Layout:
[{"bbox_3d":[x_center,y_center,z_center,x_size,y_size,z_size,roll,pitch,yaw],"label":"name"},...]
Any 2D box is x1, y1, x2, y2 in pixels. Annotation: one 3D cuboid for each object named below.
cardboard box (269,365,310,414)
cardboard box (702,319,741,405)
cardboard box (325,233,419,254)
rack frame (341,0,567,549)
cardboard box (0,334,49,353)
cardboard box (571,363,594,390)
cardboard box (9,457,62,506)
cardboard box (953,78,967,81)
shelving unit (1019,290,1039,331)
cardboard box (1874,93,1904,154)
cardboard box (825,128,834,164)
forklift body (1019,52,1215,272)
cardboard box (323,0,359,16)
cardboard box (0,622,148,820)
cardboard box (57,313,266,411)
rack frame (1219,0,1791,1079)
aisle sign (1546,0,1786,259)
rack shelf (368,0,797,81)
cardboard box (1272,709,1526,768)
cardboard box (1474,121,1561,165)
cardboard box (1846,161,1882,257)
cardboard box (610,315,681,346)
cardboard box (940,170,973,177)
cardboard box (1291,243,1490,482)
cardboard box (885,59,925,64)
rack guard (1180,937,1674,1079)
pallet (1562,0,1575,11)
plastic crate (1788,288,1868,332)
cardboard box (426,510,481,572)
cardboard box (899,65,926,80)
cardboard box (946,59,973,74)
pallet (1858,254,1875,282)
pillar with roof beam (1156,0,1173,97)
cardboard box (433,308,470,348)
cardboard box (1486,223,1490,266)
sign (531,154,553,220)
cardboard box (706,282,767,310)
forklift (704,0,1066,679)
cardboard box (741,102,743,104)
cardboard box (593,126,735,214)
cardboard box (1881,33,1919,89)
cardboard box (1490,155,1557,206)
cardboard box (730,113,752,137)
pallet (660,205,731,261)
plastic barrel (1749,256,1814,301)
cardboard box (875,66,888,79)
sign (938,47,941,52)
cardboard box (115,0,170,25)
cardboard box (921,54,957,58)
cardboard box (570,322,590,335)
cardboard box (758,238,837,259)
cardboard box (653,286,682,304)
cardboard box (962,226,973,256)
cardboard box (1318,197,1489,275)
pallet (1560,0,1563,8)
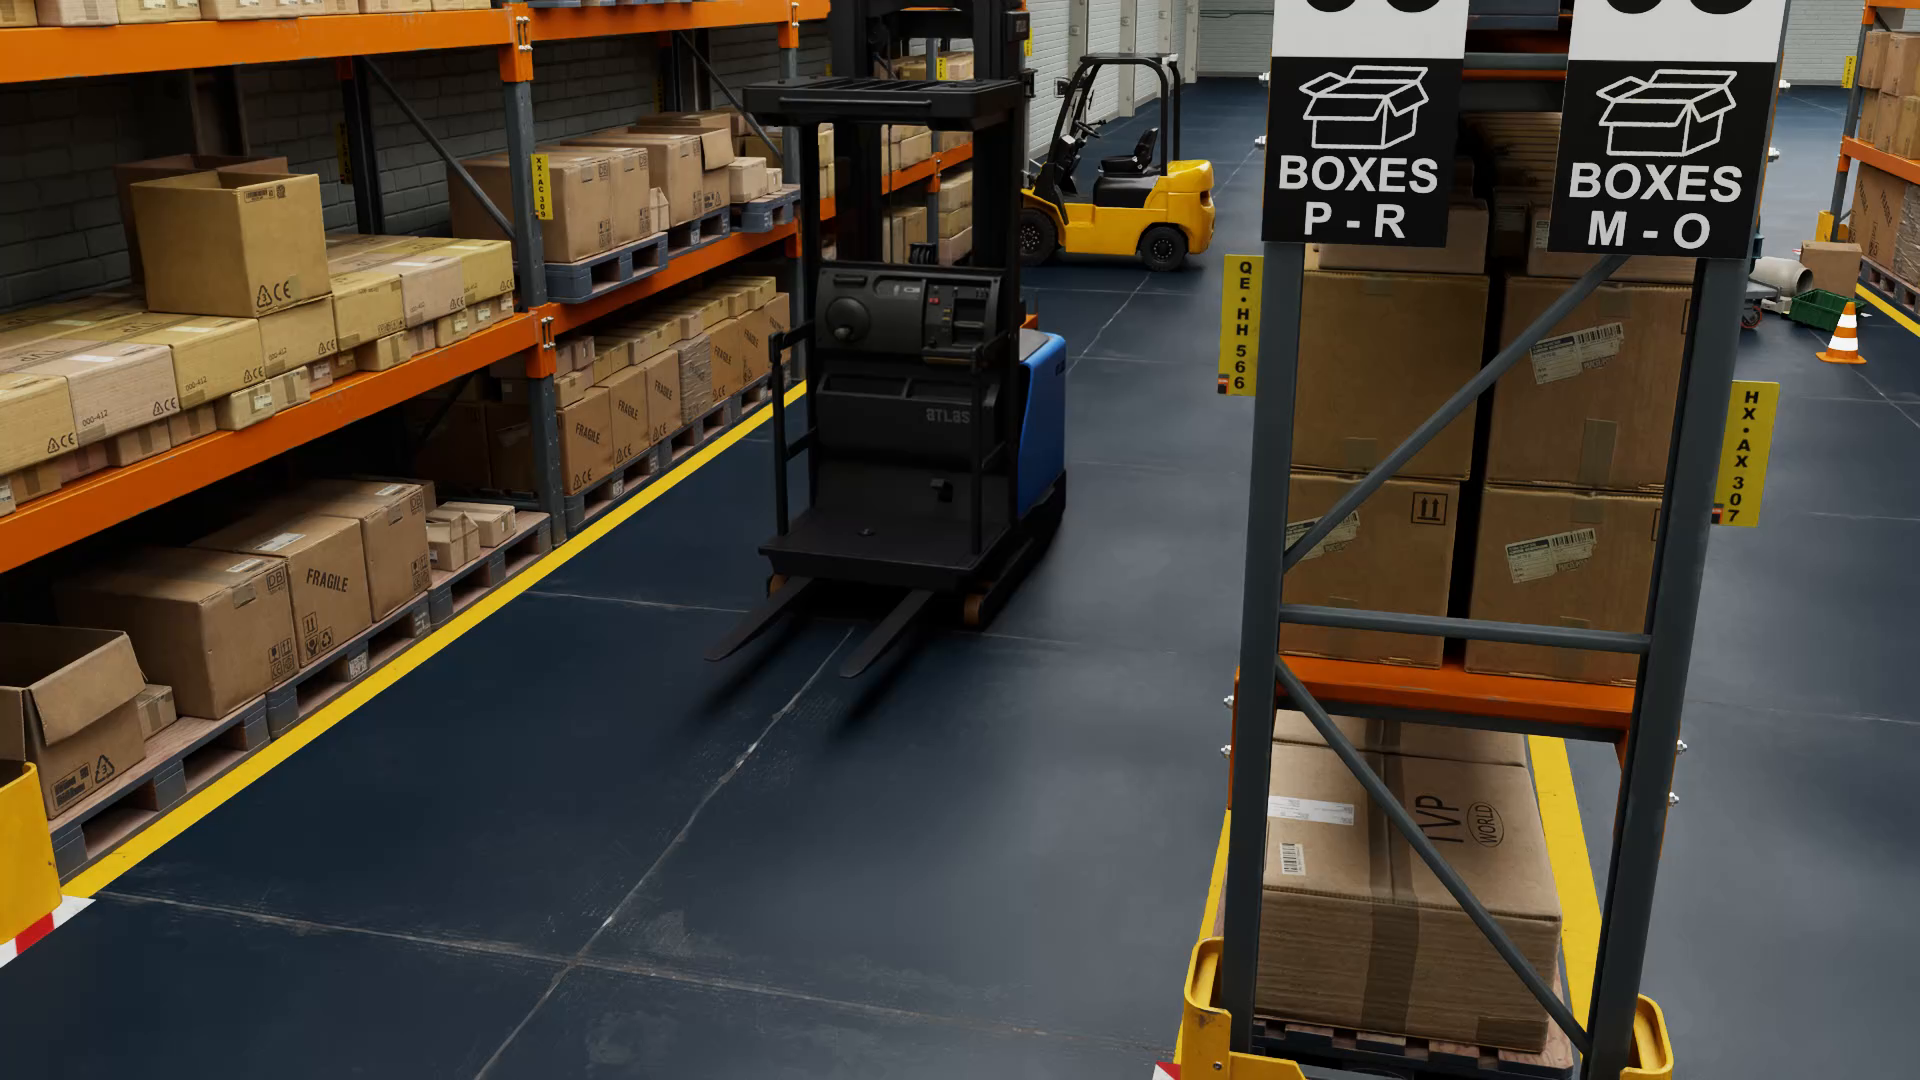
[{"bbox_3d":[-2.886,-0.622,6.758,0.380,0.149,0.250,5,20,15],"label":"cardboard box"},{"bbox_3d":[-1.838,-1.229,11.364,0.500,0.500,0.500,6,20,16],"label":"cardboard box"},{"bbox_3d":[-3.045,-1.366,8.317,0.500,0.250,0.500,4,19,13],"label":"cardboard box"},{"bbox_3d":[-2.662,-1.430,8.732,1.000,3.000,0.127,5,19,13],"label":"rack frame"},{"bbox_3d":[-3.658,-0.572,5.994,0.500,0.250,0.500,5,19,14],"label":"cardboard box"},{"bbox_3d":[-2.324,-0.937,9.503,0.380,0.149,0.250,4,19,12],"label":"cardboard box"},{"bbox_3d":[-3.276,-0.222,5.585,0.380,0.149,0.250,5,20,15],"label":"cardboard box"},{"bbox_3d":[-0.144,-4.607,16.877,0.380,0.149,0.250,5,20,15],"label":"cardboard box"},{"bbox_3d":[0.272,-0.833,9.771,0.258,1.200,0.503,6,20,16],"label":"shelving unit"},{"bbox_3d":[9.490,-4.052,16.178,0.875,0.550,0.550,5,19,13],"label":"cardboard box"},{"bbox_3d":[-1.216,-3.126,13.156,0.500,0.250,0.500,5,20,15],"label":"cardboard box"},{"bbox_3d":[1.575,-4.051,17.719,2.313,2.155,1.214,5,19,13],"label":"forklift body"},{"bbox_3d":[-2.759,-2.276,6.959,0.380,0.149,0.250,5,20,15],"label":"cardboard box"},{"bbox_3d":[-3.398,0.622,5.937,0.797,0.503,0.637,4,19,11],"label":"cardboard box"},{"bbox_3d":[-3.024,-0.684,6.321,0.500,0.250,0.500,4,19,12],"label":"cardboard box"},{"bbox_3d":[1.171,0.215,3.918,0.949,2.616,0.053,5,19,13],"label":"rack frame"},{"bbox_3d":[1.438,-0.970,3.364,0.394,0.787,0.004,5,19,13],"label":"aisle sign"},{"bbox_3d":[-2.174,-3.136,10.199,1.077,0.370,4.000,5,19,13],"label":"rack shelf"},{"bbox_3d":[1.454,0.726,5.734,0.875,0.438,0.875,5,20,15],"label":"cardboard box"},{"bbox_3d":[2.074,-1.431,6.031,0.380,0.149,0.250,5,19,13],"label":"cardboard box"},{"bbox_3d":[9.807,-3.416,17.186,0.875,0.875,0.875,5,19,14],"label":"cardboard box"},{"bbox_3d":[-2.021,-1.345,10.699,0.380,0.149,0.250,5,19,14],"label":"cardboard box"},{"bbox_3d":[-0.040,-3.751,17.586,0.500,0.250,0.500,5,20,15],"label":"cardboard box"},{"bbox_3d":[1.061,-0.475,4.237,0.500,0.500,0.500,5,20,15],"label":"cardboard box"},{"bbox_3d":[-0.579,-4.955,17.435,0.380,0.149,0.250,4,19,13],"label":"cardboard box"},{"bbox_3d":[1.168,1.405,4.300,1.175,0.500,0.348,5,19,13],"label":"rack guard"},{"bbox_3d":[1.642,-1.780,5.253,1.003,0.211,1.213,5,19,13],"label":"pallet"},{"bbox_3d":[7.703,-2.041,14.785,0.450,0.188,0.662,29,33,36],"label":"plastic crate"},{"bbox_3d":[-2.601,-0.025,8.200,0.396,0.266,0.258,5,20,15],"label":"cardboard box"},{"bbox_3d":[-0.383,-4.599,16.393,0.380,0.149,0.250,5,19,14],"label":"cardboard box"},{"bbox_3d":[-0.061,-4.998,17.562,0.380,0.149,0.250,5,19,14],"label":"cardboard box"},{"bbox_3d":[9.789,-2.864,17.247,1.003,0.211,1.213,5,19,13],"label":"pallet"},{"bbox_3d":[9.264,-15.065,39.372,9.100,9.000,0.400,5,19,13],"label":"pillar with roof beam"},{"bbox_3d":[-2.578,-1.024,7.934,0.380,0.149,0.250,5,20,15],"label":"cardboard box"},{"bbox_3d":[1.687,-0.596,4.590,0.500,0.500,0.500,4,19,12],"label":"cardboard box"},{"bbox_3d":[-2.134,-1.799,8.474,0.100,0.325,0.005,5,19,13],"label":"sign"},{"bbox_3d":[-1.597,-1.743,11.865,0.380,0.149,0.250,4,19,11],"label":"cardboard box"},{"bbox_3d":[-0.318,-1.109,7.901,1.130,2.935,3.031,6,20,16],"label":"forklift"},{"bbox_3d":[-1.612,-3.566,13.828,0.380,0.149,0.250,4,19,12],"label":"cardboard box"},{"bbox_3d":[-1.905,-2.405,10.778,0.797,0.503,0.637,4,19,12],"label":"cardboard box"},{"bbox_3d":[9.735,-4.730,16.492,0.875,0.550,0.550,5,19,13],"label":"cardboard box"},{"bbox_3d":[1.759,-1.032,4.865,0.380,0.149,0.250,5,19,14],"label":"cardboard box"},{"bbox_3d":[-1.802,-3.156,12.627,0.380,0.149,0.250,5,20,15],"label":"cardboard box"},{"bbox_3d":[-2.156,-1.983,10.648,1.003,0.211,1.213,5,19,13],"label":"pallet"},{"bbox_3d":[7.721,-2.445,15.690,0.421,0.421,0.512,-13,23,-34],"label":"plastic barrel"},{"bbox_3d":[-0.923,-4.556,16.267,0.380,0.149,0.250,5,19,14],"label":"cardboard box"},{"bbox_3d":[-0.267,-5.684,19.725,0.100,0.325,0.005,5,19,13],"label":"sign"},{"bbox_3d":[-3.001,-1.874,5.781,0.380,0.149,0.250,5,19,13],"label":"cardboard box"},{"bbox_3d":[-0.242,-5.358,18.615,0.380,0.149,0.250,5,19,14],"label":"cardboard box"},{"bbox_3d":[-2.577,-1.300,10.566,0.380,0.149,0.250,5,19,14],"label":"cardboard box"},{"bbox_3d":[-1.368,-2.158,13.890,0.875,0.625,0.625,5,20,15],"label":"cardboard box"},{"bbox_3d":[-2.189,-1.702,11.743,0.380,0.149,0.250,5,19,14],"label":"cardboard box"},{"bbox_3d":[-0.160,-3.120,17.287,0.500,0.250,0.500,4,19,12],"label":"cardboard box"},{"bbox_3d":[1.068,-0.741,4.011,0.380,0.149,0.250,5,19,14],"label":"cardboard box"},{"bbox_3d":[1.942,-2.161,6.369,1.003,0.211,1.213,5,19,13],"label":"pallet"}]
